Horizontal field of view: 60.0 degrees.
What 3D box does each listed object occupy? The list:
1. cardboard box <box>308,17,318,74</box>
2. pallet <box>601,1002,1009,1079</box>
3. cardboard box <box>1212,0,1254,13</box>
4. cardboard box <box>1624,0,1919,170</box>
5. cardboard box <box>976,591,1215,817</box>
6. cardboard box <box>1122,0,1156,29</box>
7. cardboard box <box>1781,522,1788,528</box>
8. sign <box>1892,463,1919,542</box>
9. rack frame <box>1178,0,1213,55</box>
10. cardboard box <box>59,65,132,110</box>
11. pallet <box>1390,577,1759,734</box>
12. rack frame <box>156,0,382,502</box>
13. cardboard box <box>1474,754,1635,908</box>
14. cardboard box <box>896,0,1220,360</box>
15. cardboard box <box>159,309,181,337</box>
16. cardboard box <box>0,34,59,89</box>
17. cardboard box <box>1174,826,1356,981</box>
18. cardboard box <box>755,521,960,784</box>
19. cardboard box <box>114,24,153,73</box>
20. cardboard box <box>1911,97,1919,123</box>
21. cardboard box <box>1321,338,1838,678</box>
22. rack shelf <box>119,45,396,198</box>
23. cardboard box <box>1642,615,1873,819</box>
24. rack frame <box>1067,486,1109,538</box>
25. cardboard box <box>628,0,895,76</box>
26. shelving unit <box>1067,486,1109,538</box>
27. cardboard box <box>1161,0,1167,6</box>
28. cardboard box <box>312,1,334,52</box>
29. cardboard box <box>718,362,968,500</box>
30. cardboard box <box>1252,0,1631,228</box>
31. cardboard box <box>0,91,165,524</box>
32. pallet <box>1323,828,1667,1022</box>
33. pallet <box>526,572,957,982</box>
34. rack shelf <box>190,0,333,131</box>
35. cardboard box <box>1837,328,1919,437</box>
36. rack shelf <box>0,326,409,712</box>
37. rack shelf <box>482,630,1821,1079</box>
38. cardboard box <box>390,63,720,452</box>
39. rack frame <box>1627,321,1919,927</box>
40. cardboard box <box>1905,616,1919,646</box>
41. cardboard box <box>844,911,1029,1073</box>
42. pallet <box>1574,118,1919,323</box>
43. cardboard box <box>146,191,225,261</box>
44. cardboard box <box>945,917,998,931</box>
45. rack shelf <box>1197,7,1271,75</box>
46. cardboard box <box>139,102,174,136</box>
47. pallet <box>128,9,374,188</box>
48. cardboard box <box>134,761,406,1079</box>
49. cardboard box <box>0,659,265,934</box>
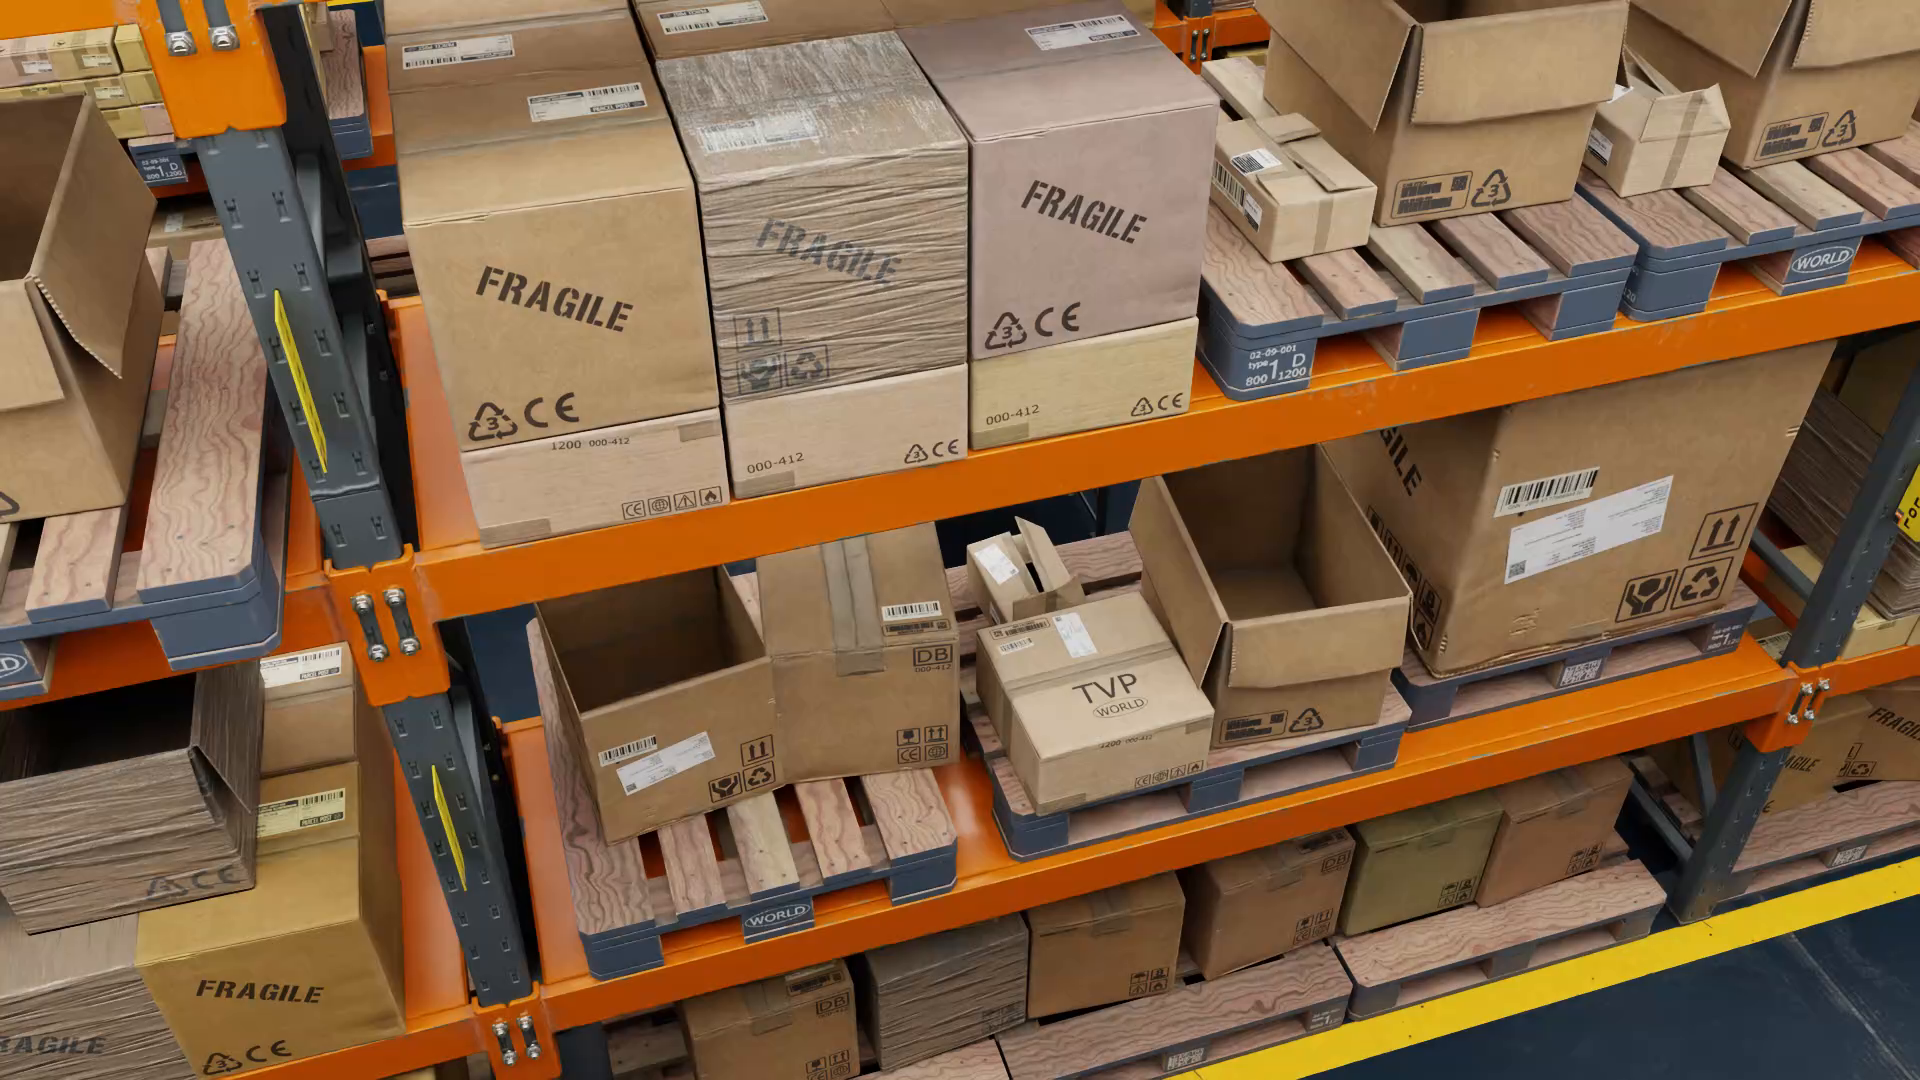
[{"bbox_3d":[-3.034,-2.193,7.475,0.250,0.149,0.380,-11,42,-12],"label":"cardboard box"},{"bbox_3d":[-0.560,1.629,5.575,1.213,0.211,1.003,-12,42,-13],"label":"pallet"},{"bbox_3d":[1.464,-3.328,9.015,0.550,0.550,0.875,-12,42,-13],"label":"cardboard box"},{"bbox_3d":[2.031,-1.354,4.192,0.637,0.503,0.797,-14,43,-15],"label":"cardboard box"},{"bbox_3d":[0.361,0.444,4.607,0.500,0.250,0.500,-13,43,-14],"label":"cardboard box"},{"bbox_3d":[0.698,-2.958,8.629,0.500,0.500,0.500,-12,43,-13],"label":"cardboard box"},{"bbox_3d":[2.867,-0.234,5.779,0.250,0.149,0.380,-12,42,-13],"label":"cardboard box"},{"bbox_3d":[2.679,-0.147,4.608,0.005,0.325,0.100,-12,42,-13],"label":"sign"},{"bbox_3d":[1.116,-3.191,8.972,0.127,3.000,1.000,-12,42,-13],"label":"rack frame"},{"bbox_3d":[-3.777,-2.036,7.296,0.250,0.149,0.380,-12,42,-13],"label":"cardboard box"},{"bbox_3d":[1.736,0.074,5.381,1.213,0.211,1.003,-12,42,-13],"label":"pallet"},{"bbox_3d":[-1.306,-1.527,2.508,0.127,3.000,1.000,-12,42,-13],"label":"rack frame"},{"bbox_3d":[1.917,0.825,5.941,0.500,0.500,0.700,-15,43,-16],"label":"cardboard box"},{"bbox_3d":[0.182,-0.757,3.450,0.500,0.500,0.500,-13,43,-14],"label":"cardboard box"},{"bbox_3d":[-3.745,-1.223,8.300,0.500,0.500,0.500,-10,42,-11],"label":"cardboard box"},{"bbox_3d":[-4.005,-2.104,7.148,0.250,0.149,0.380,-12,42,-13],"label":"cardboard box"},{"bbox_3d":[0.923,1.018,5.720,0.500,0.500,0.700,-15,43,-17],"label":"cardboard box"},{"bbox_3d":[-0.301,0.231,4.660,0.500,0.500,0.700,-6,41,-7],"label":"cardboard box"},{"bbox_3d":[-3.520,-2.204,7.261,0.250,0.149,0.380,-10,42,-12],"label":"cardboard box"},{"bbox_3d":[2.865,-1.386,4.740,0.500,0.250,0.500,-10,42,-11],"label":"cardboard box"},{"bbox_3d":[1.709,-0.373,4.972,1.000,1.000,1.000,-11,42,-13],"label":"cardboard box"},{"bbox_3d":[-4.607,-1.734,7.852,4.000,0.370,1.077,-12,42,-13],"label":"rack shelf"},{"bbox_3d":[2.903,0.671,6.133,0.500,0.500,0.500,-13,43,-14],"label":"cardboard box"},{"bbox_3d":[0.566,-0.682,7.240,0.032,1.500,0.500,-12,42,-13],"label":"rack frame"},{"bbox_3d":[-0.441,-0.983,3.709,0.500,0.500,0.500,-12,43,-13],"label":"cardboard box"},{"bbox_3d":[0.081,-0.582,7.125,1.048,1.500,0.538,-12,42,-13],"label":"shelving unit"},{"bbox_3d":[1.543,-4.053,11.753,0.503,0.637,0.797,-12,42,-13],"label":"cardboard box"},{"bbox_3d":[-3.187,-2.502,8.056,0.250,0.149,0.380,-12,43,-14],"label":"cardboard box"},{"bbox_3d":[-0.292,-0.375,3.583,0.500,0.250,0.500,-11,42,-12],"label":"cardboard box"},{"bbox_3d":[1.133,-1.168,3.979,0.637,0.503,0.797,-10,42,-11],"label":"cardboard box"},{"bbox_3d":[-1.866,-0.429,3.133,0.637,0.503,0.797,-9,42,-11],"label":"cardboard box"},{"bbox_3d":[1.767,1.146,6.127,1.213,0.211,1.003,-12,42,-13],"label":"pallet"},{"bbox_3d":[-0.659,0.597,4.783,1.003,0.211,1.213,-12,42,-13],"label":"pallet"},{"bbox_3d":[0.601,-1.501,3.329,4.000,0.370,1.077,-12,42,-13],"label":"rack shelf"},{"bbox_3d":[3.015,-0.514,4.846,0.500,0.500,0.500,-12,42,-13],"label":"cardboard box"},{"bbox_3d":[-3.214,0.269,3.279,4.000,0.370,1.077,-12,42,-13],"label":"rack shelf"},{"bbox_3d":[0.601,0.608,5.171,4.000,0.370,1.077,-12,42,-13],"label":"rack shelf"},{"bbox_3d":[-0.781,-0.555,3.219,0.500,0.500,0.500,-11,42,-13],"label":"cardboard box"},{"bbox_3d":[2.509,-0.058,5.387,0.127,3.000,1.000,-12,42,-13],"label":"rack frame"},{"bbox_3d":[3.047,0.141,5.349,0.250,0.149,0.380,-12,42,-13],"label":"cardboard box"},{"bbox_3d":[-0.148,1.245,5.460,0.500,0.500,0.700,-15,43,-17],"label":"cardboard box"},{"bbox_3d":[1.888,-1.062,4.398,1.003,0.211,1.213,-12,42,-13],"label":"pallet"},{"bbox_3d":[-3.752,-1.493,8.040,0.500,0.250,0.500,-11,42,-12],"label":"cardboard box"},{"bbox_3d":[-0.173,0.963,5.213,0.500,0.250,0.500,-7,42,-8],"label":"cardboard box"},{"bbox_3d":[3.023,-3.315,9.661,4.000,0.370,1.077,-12,42,-13],"label":"rack shelf"},{"bbox_3d":[-3.515,-1.979,7.457,0.250,0.149,0.380,-11,42,-12],"label":"cardboard box"},{"bbox_3d":[-3.347,-2.121,7.893,1.003,0.211,1.213,-12,42,-13],"label":"pallet"},{"bbox_3d":[-1.703,0.947,4.159,0.500,0.500,0.500,-10,42,-12],"label":"cardboard box"},{"bbox_3d":[-2.009,0.451,3.965,0.637,0.503,0.797,-10,42,-12],"label":"cardboard box"}]
